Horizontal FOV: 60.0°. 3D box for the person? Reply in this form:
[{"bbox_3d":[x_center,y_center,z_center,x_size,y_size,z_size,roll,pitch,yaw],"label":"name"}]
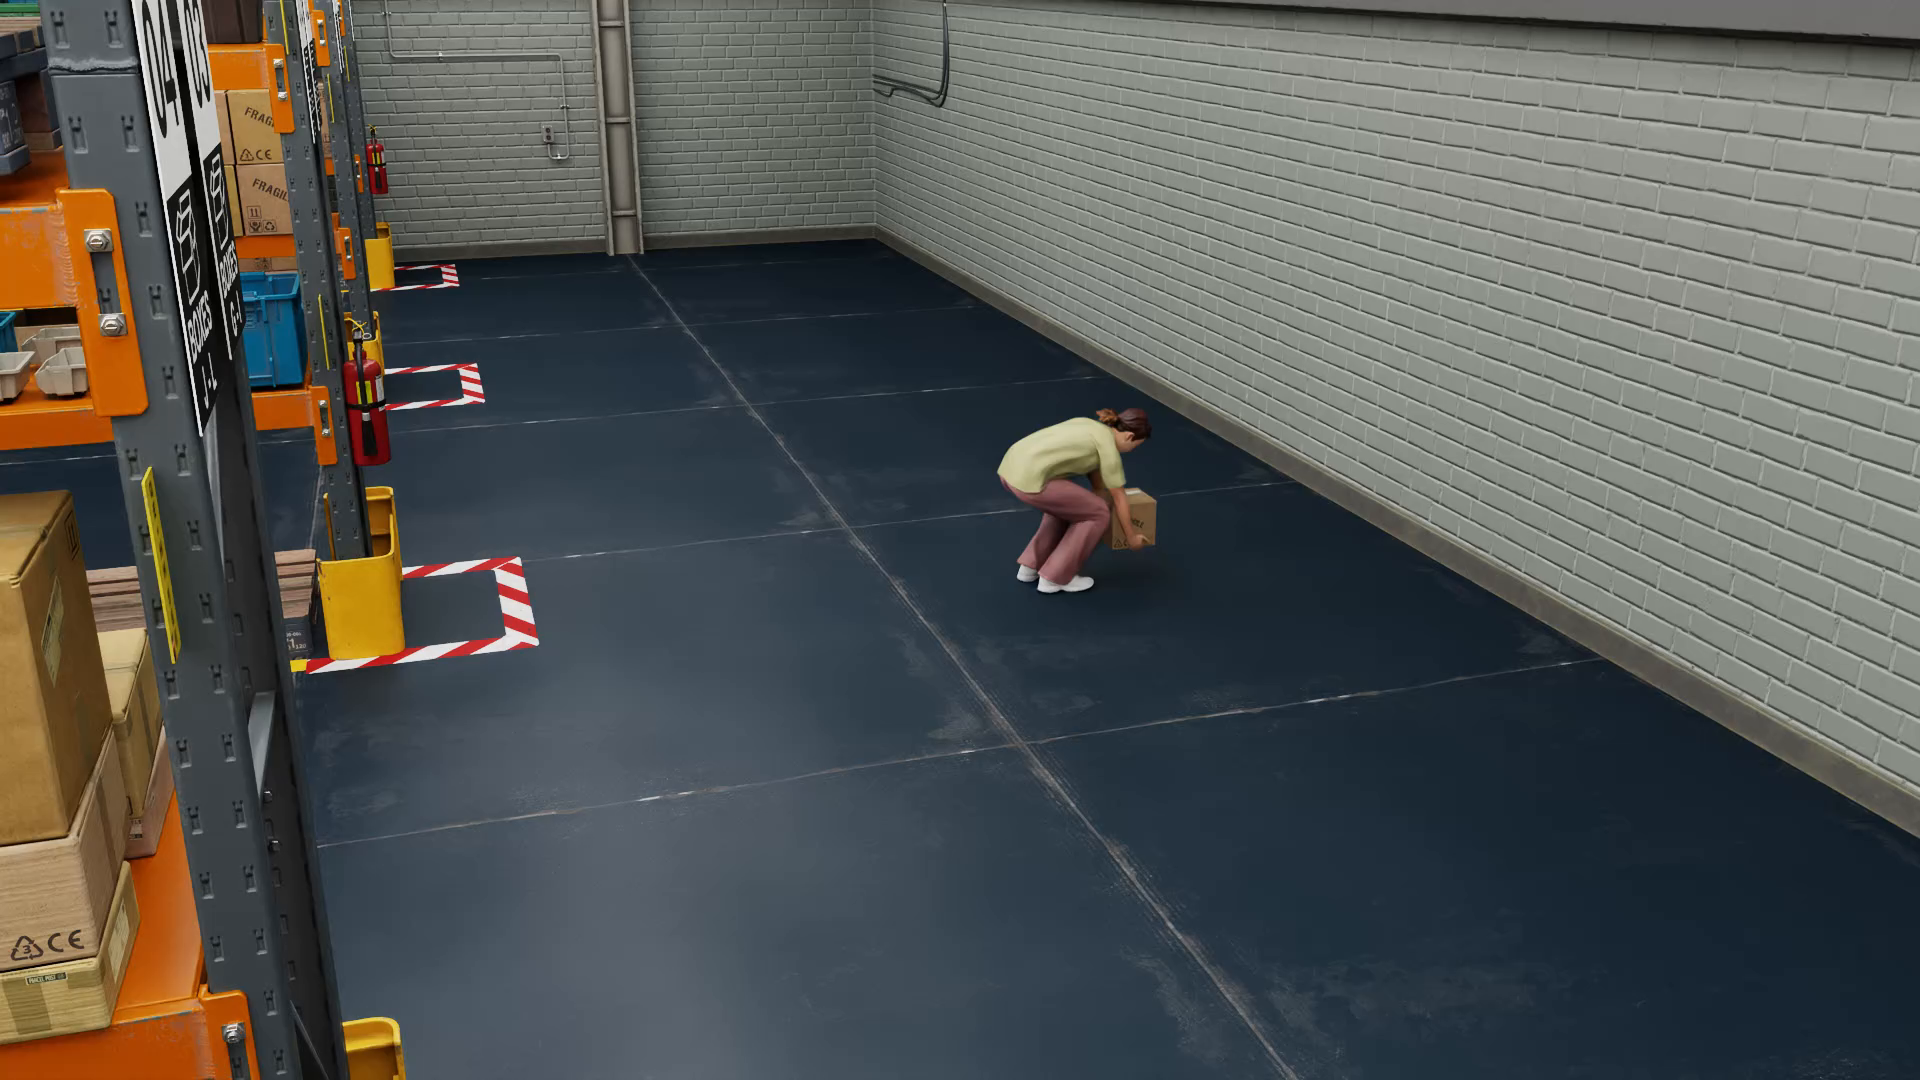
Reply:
[{"bbox_3d":[0.617,-0.227,8.815,0.852,0.950,0.469,-7,21,-19],"label":"person"}]
